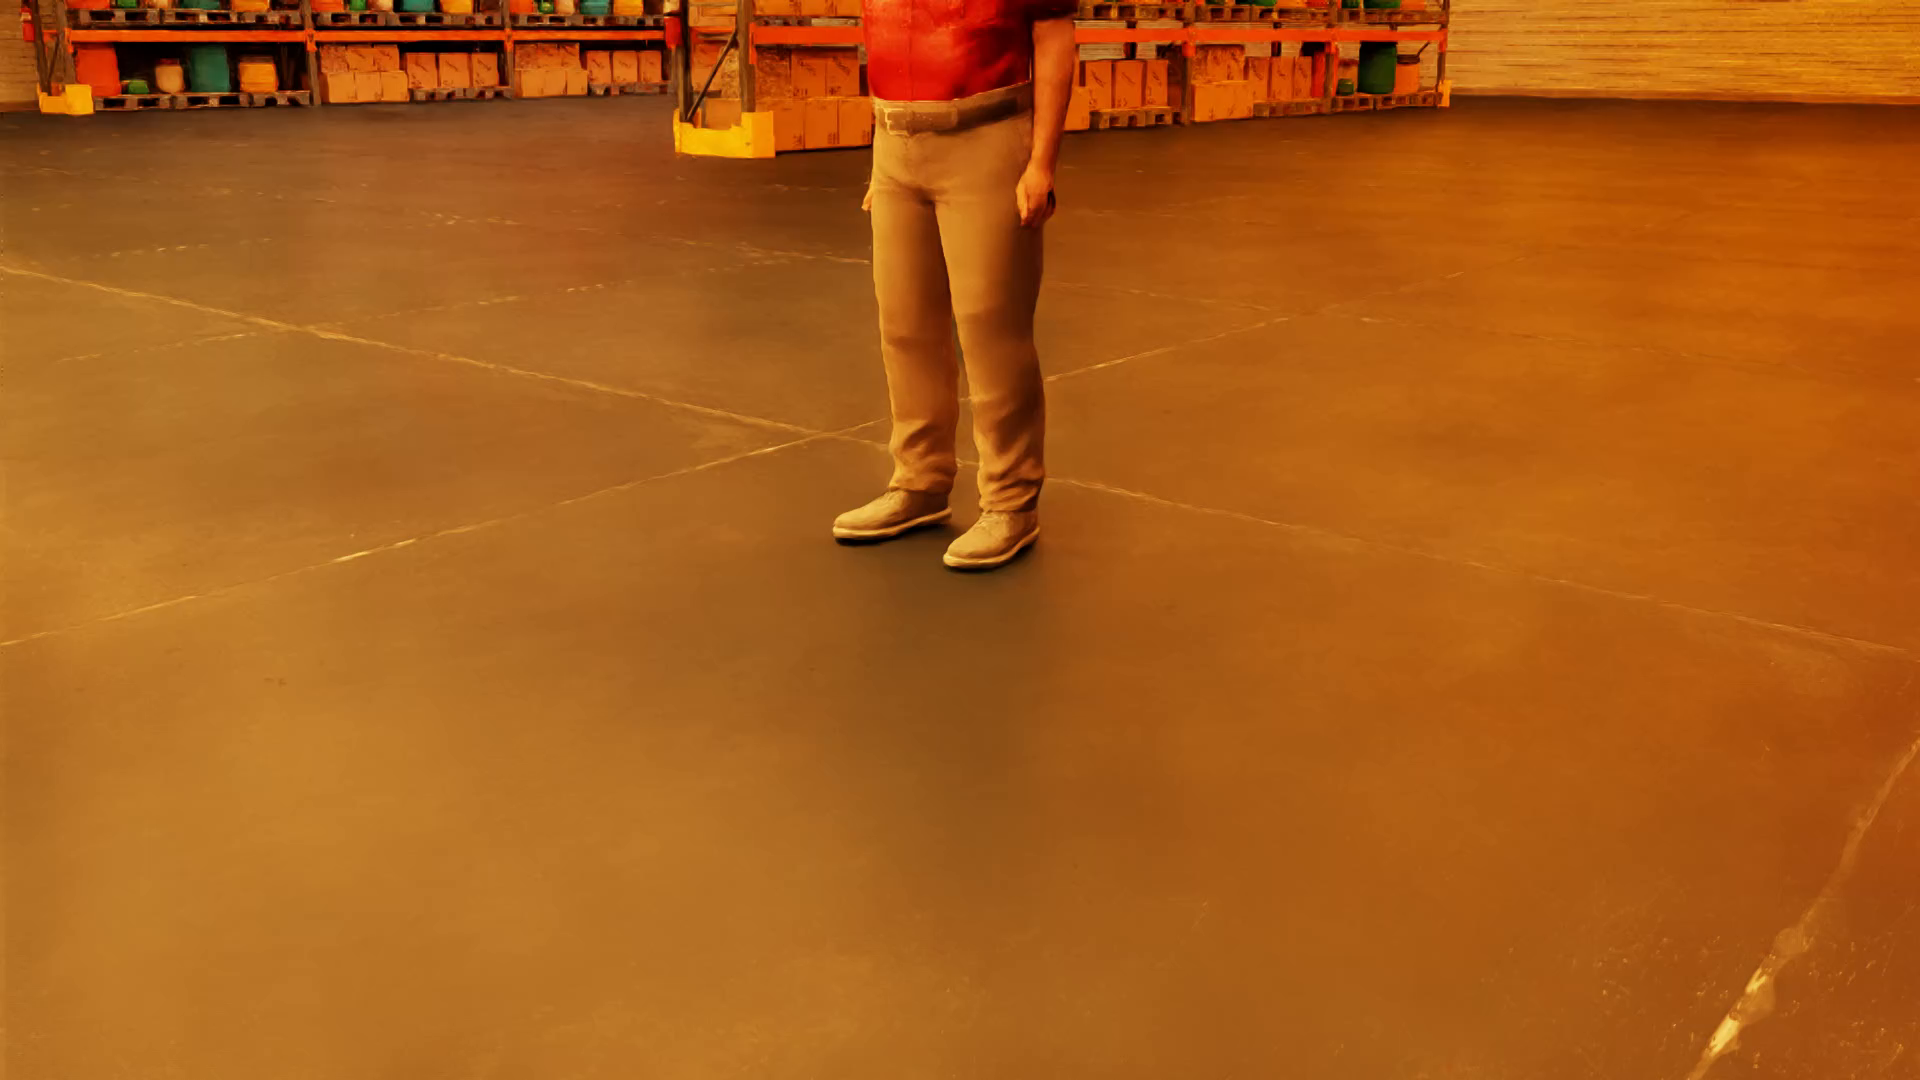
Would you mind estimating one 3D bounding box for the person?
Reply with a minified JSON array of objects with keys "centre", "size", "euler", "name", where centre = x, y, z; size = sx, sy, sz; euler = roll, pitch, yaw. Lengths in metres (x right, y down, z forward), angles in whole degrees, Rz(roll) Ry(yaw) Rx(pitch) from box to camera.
[{"centre":[-0.016,-0.820,3.672],"size":[0.523,1.730,0.365],"euler":[13,21,37],"name":"person"}]
